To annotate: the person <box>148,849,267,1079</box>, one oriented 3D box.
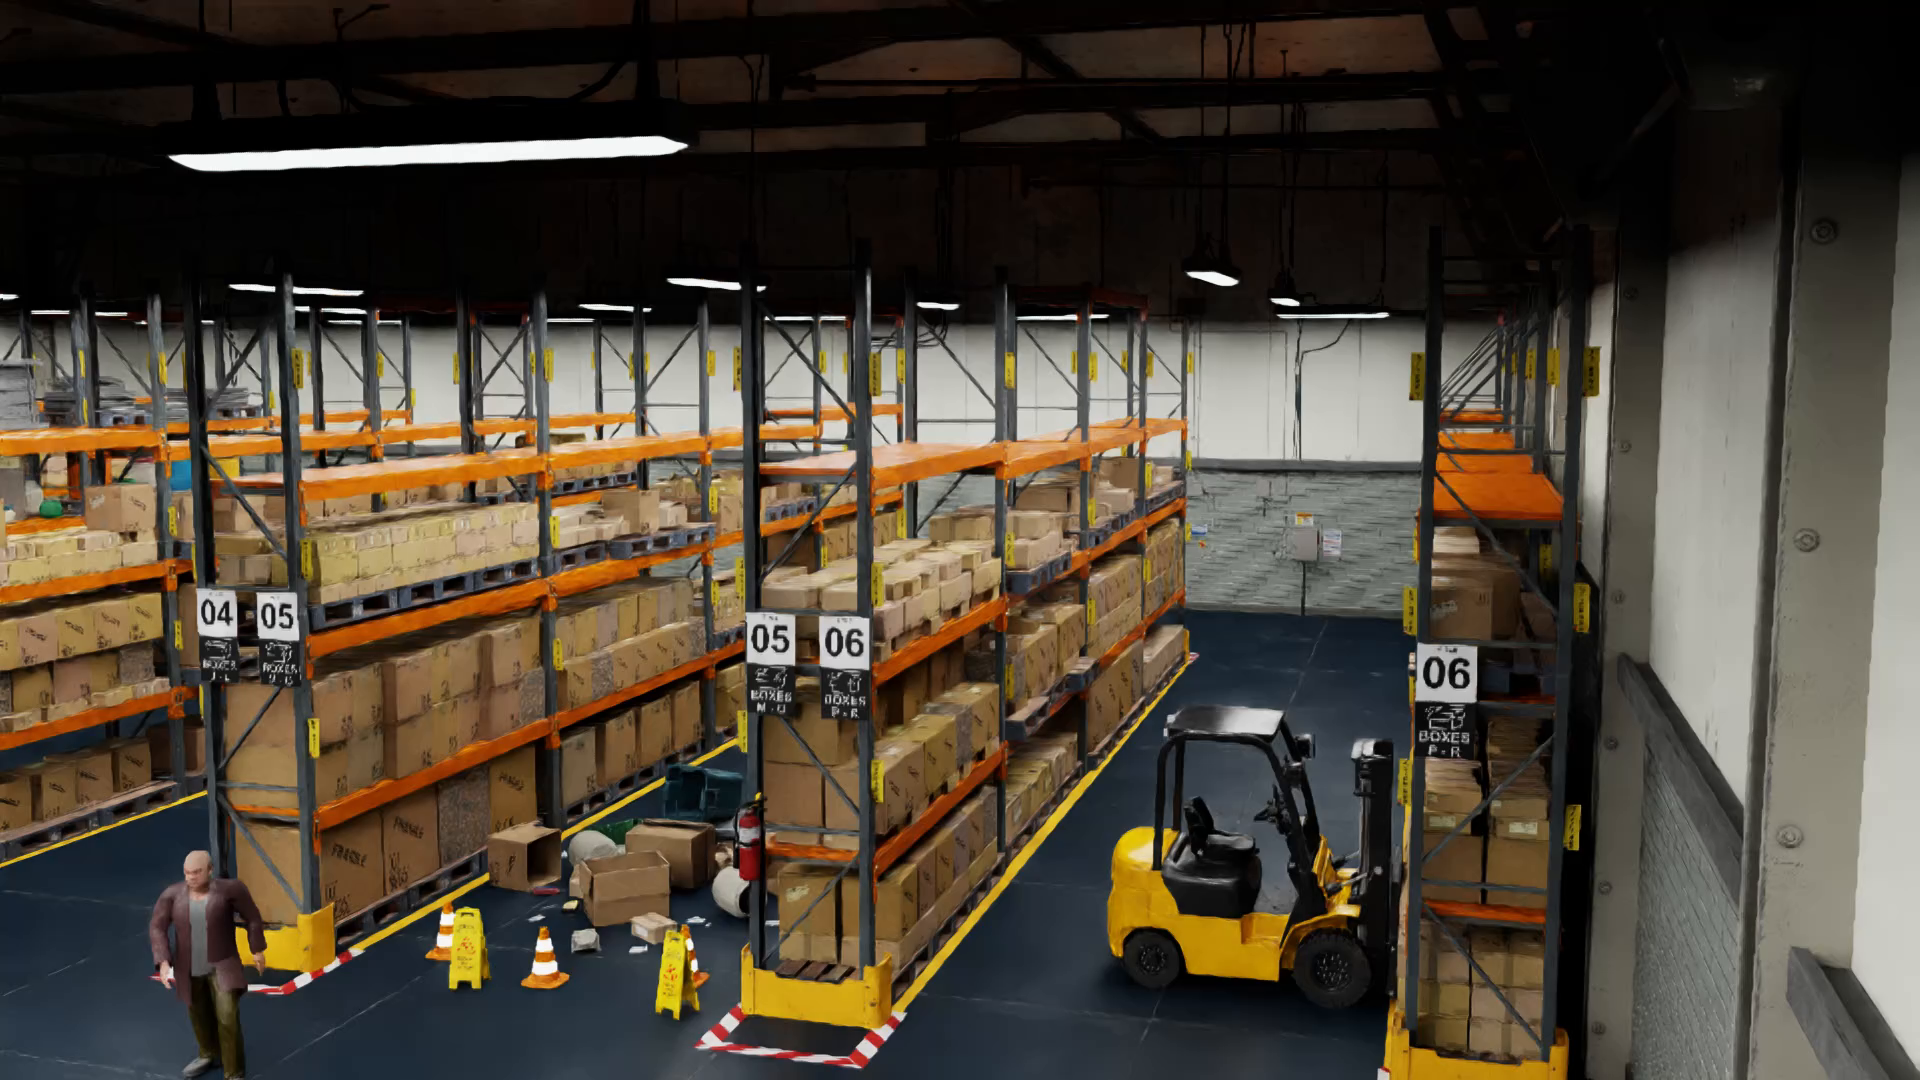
[{"bbox_3d":[-5.296,2.996,11.726,0.719,1.726,0.815,-1,6,-5],"label":"person"}]
